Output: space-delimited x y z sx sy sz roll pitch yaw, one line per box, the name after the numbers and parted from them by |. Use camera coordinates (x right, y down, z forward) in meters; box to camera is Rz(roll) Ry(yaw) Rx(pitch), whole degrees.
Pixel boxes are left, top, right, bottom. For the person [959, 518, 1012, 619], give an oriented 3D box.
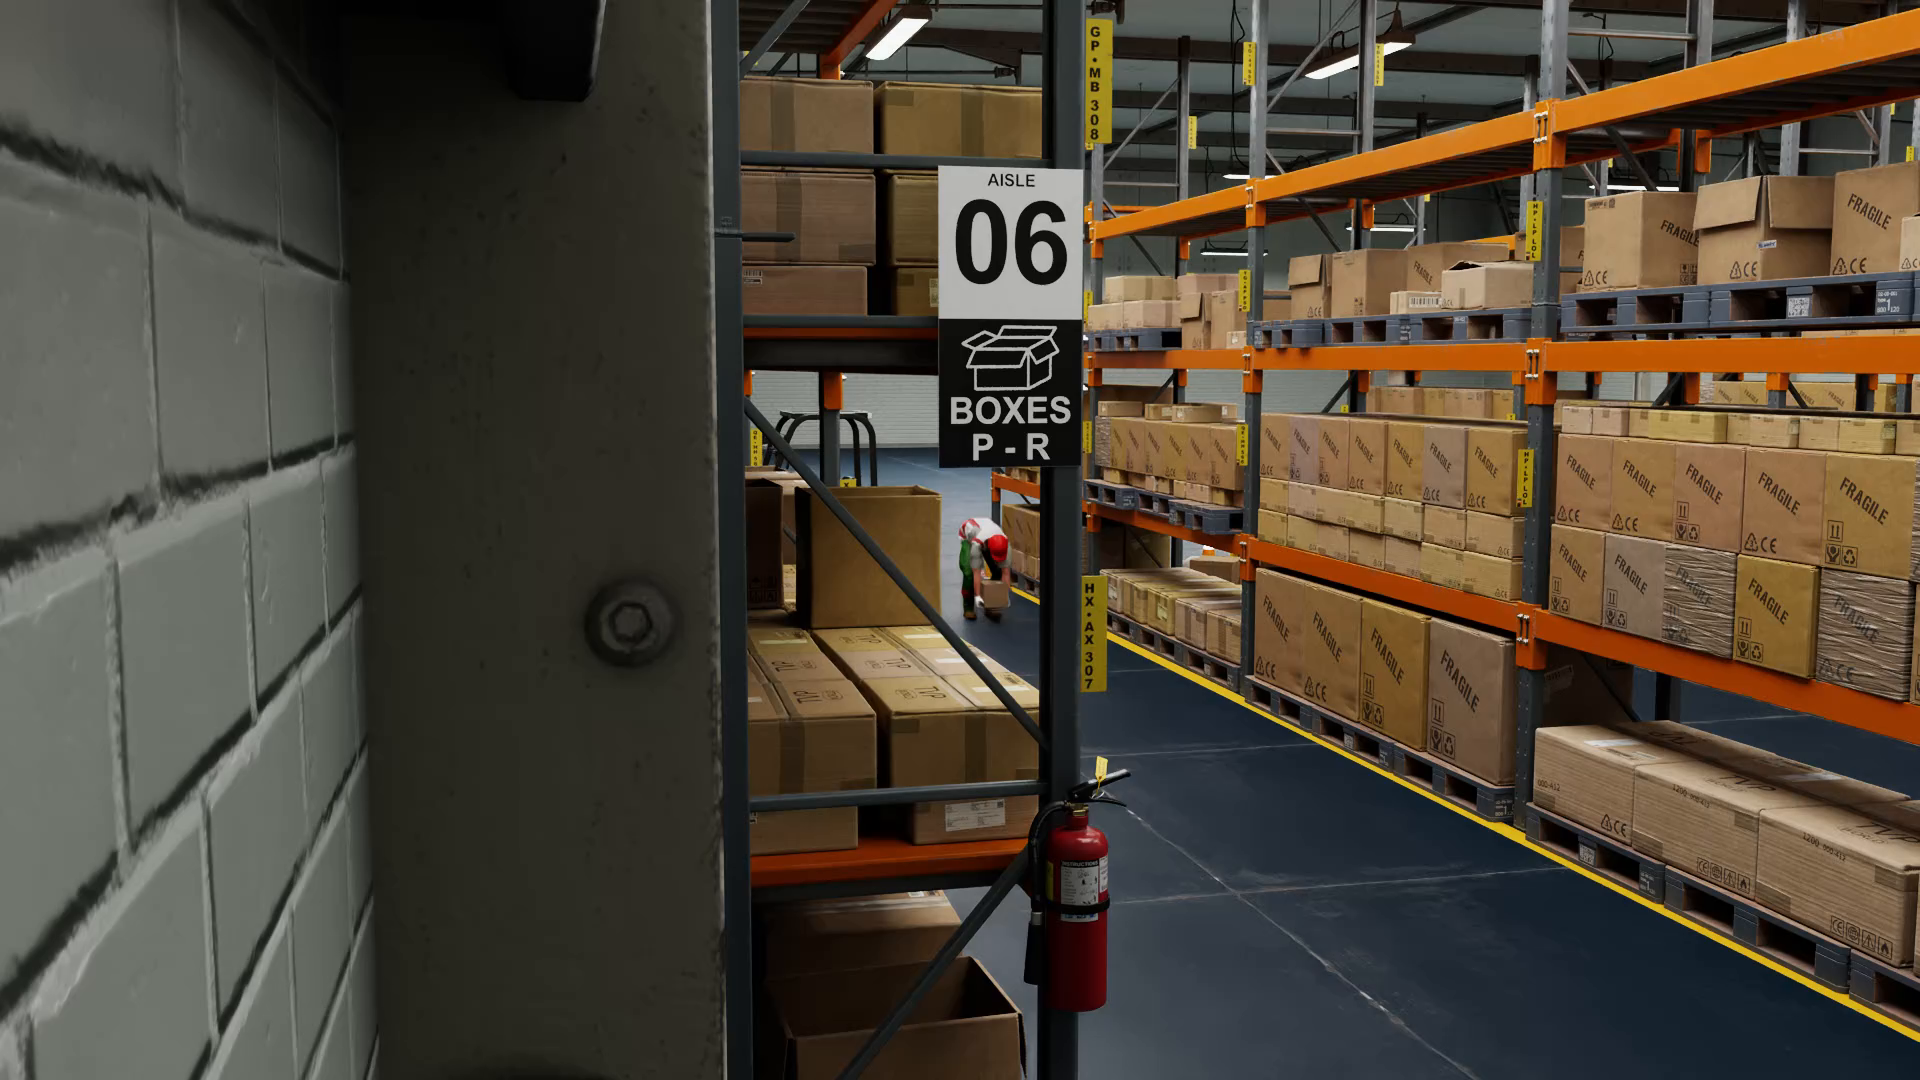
0.293 0.316 17.455 0.518 1.060 0.962 -2 6 -18 | person
